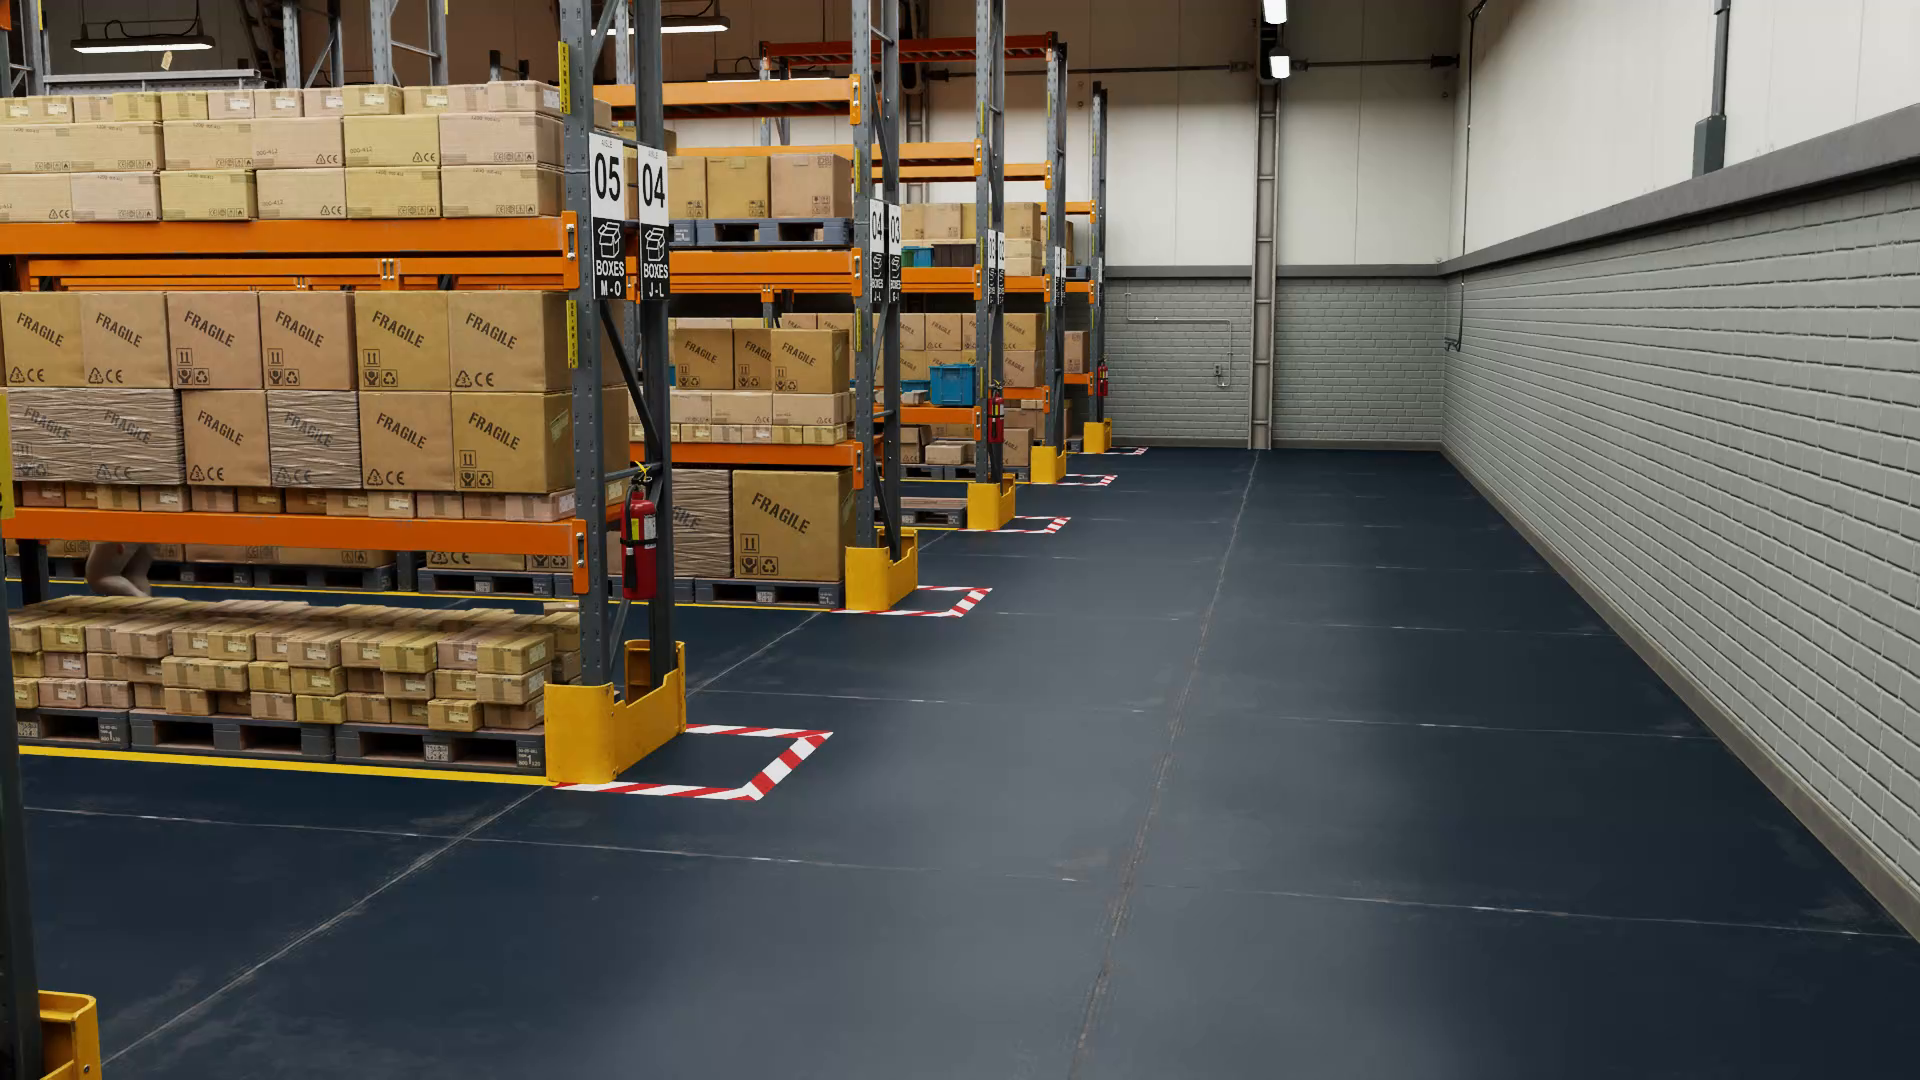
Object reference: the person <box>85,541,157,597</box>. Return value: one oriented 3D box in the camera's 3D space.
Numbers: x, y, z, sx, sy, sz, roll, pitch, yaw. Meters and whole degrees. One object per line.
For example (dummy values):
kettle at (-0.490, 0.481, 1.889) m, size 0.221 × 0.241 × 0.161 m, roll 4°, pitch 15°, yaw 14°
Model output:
person at (-5.681, -0.091, 11.395) m, size 0.553 × 1.716 × 0.572 m, roll 0°, pitch 8°, yaw 1°
